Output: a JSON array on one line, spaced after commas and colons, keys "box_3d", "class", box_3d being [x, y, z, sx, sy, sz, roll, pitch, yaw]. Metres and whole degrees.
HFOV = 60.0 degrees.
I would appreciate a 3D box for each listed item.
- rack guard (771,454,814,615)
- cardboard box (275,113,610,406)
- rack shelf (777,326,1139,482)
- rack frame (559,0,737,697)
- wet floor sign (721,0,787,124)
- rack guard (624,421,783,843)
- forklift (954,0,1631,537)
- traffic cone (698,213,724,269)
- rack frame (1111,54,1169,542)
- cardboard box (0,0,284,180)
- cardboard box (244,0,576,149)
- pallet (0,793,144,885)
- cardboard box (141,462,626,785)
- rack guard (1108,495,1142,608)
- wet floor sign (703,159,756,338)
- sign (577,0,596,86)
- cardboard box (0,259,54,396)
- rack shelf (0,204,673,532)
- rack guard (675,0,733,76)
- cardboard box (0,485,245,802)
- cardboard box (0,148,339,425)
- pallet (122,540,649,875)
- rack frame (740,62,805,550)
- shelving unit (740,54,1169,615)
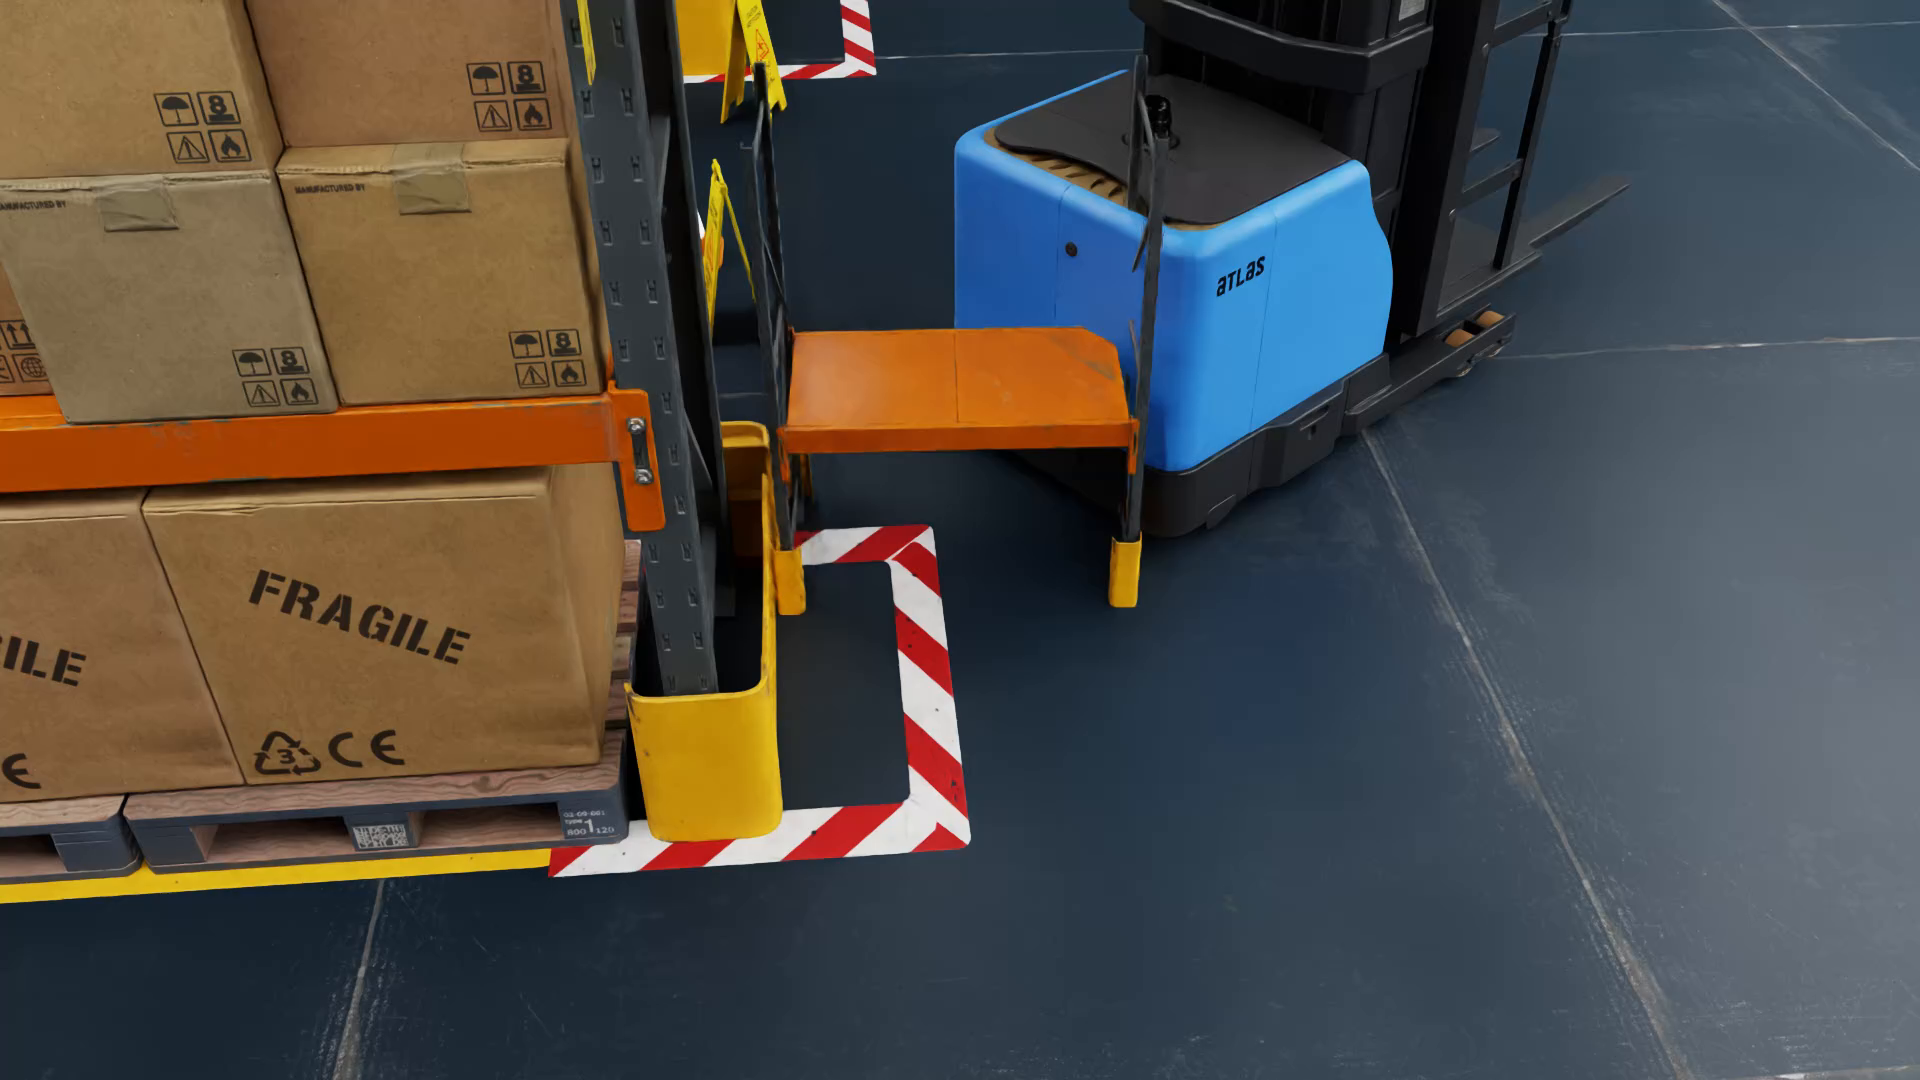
[{"box_3d": [-0.513, -0.058, 5.116, 0.087, 0.250, 0.587, -1, 40, -1], "class": "rack guard"}, {"box_3d": [-1.072, -0.777, 3.692, 0.550, 0.550, 0.875, -3, 38, -4], "class": "cardboard box"}, {"box_3d": [-0.010, -0.411, 4.838, 1.000, 0.185, 0.538, -1, 40, -1], "class": "rack shelf"}, {"box_3d": [-0.706, -0.766, 3.800, 0.127, 3.000, 1.000, -3, 38, -4], "class": "rack frame"}, {"box_3d": [-0.961, -2.241, 7.569, 0.232, 0.644, 0.267, 9, 39, 12], "class": "wet floor sign"}, {"box_3d": [-0.682, 0.214, 4.576, 0.348, 0.500, 1.175, -3, 38, -4], "class": "rack guard"}, {"box_3d": [1.389, -1.952, 5.357, 3.031, 2.935, 1.130, -30, 47, -32], "class": "forklift"}, {"box_3d": [-1.122, -1.333, 6.566, 0.334, 0.463, 0.336, -3, 38, -4], "class": "traffic cone"}, {"box_3d": [0.497, -0.561, 4.729, 0.032, 1.500, 0.500, -1, 40, -1], "class": "rack frame"}, {"box_3d": [-1.619, -1.166, 3.313, 0.550, 0.550, 0.875, -3, 38, -4], "class": "cardboard box"}, {"box_3d": [-1.079, -1.253, 3.423, 0.550, 0.550, 0.875, -3, 38, -4], "class": "cardboard box"}, {"box_3d": [-2.708, 0.486, 4.464, 1.213, 0.211, 1.003, -3, 38, -4], "class": "pallet"}, {"box_3d": [-1.376, -0.019, 4.229, 0.875, 0.875, 0.875, -3, 38, -4], "class": "cardboard box"}, {"box_3d": [0.483, -0.081, 5.130, 0.087, 0.250, 0.587, -1, 40, -1], "class": "rack guard"}, {"box_3d": [-0.853, -1.065, 6.079, 0.232, 0.644, 0.267, -9, 39, -12], "class": "wet floor sign"}, {"box_3d": [-0.672, -0.978, 2.942, 0.005, 0.325, 0.100, -3, 38, -4], "class": "sign"}, {"box_3d": [-2.186, -0.780, 3.696, 0.550, 0.550, 0.875, -3, 38, -4], "class": "cardboard box"}, {"box_3d": [-2.698, -0.374, 3.883, 4.000, 0.370, 1.077, -3, 38, -4], "class": "rack shelf"}, {"box_3d": [-1.321, -2.829, 8.432, 0.348, 0.500, 1.175, -3, 38, -4], "class": "rack guard"}, {"box_3d": [-2.252, 0.031, 4.166, 0.875, 0.875, 0.875, -4, 38, -5], "class": "cardboard box"}, {"box_3d": [-1.618, -0.733, 3.637, 0.550, 0.550, 0.875, -3, 38, -4], "class": "cardboard box"}, {"box_3d": [-1.496, 0.421, 4.547, 1.213, 0.211, 1.003, -3, 38, -4], "class": "pallet"}, {"box_3d": [-0.520, -0.537, 4.715, 0.032, 1.500, 0.500, -1, 40, -1], "class": "rack frame"}, {"box_3d": [-0.021, -0.549, 4.722, 1.083, 1.500, 0.587, -1, 40, -1], "class": "shelving unit"}]
